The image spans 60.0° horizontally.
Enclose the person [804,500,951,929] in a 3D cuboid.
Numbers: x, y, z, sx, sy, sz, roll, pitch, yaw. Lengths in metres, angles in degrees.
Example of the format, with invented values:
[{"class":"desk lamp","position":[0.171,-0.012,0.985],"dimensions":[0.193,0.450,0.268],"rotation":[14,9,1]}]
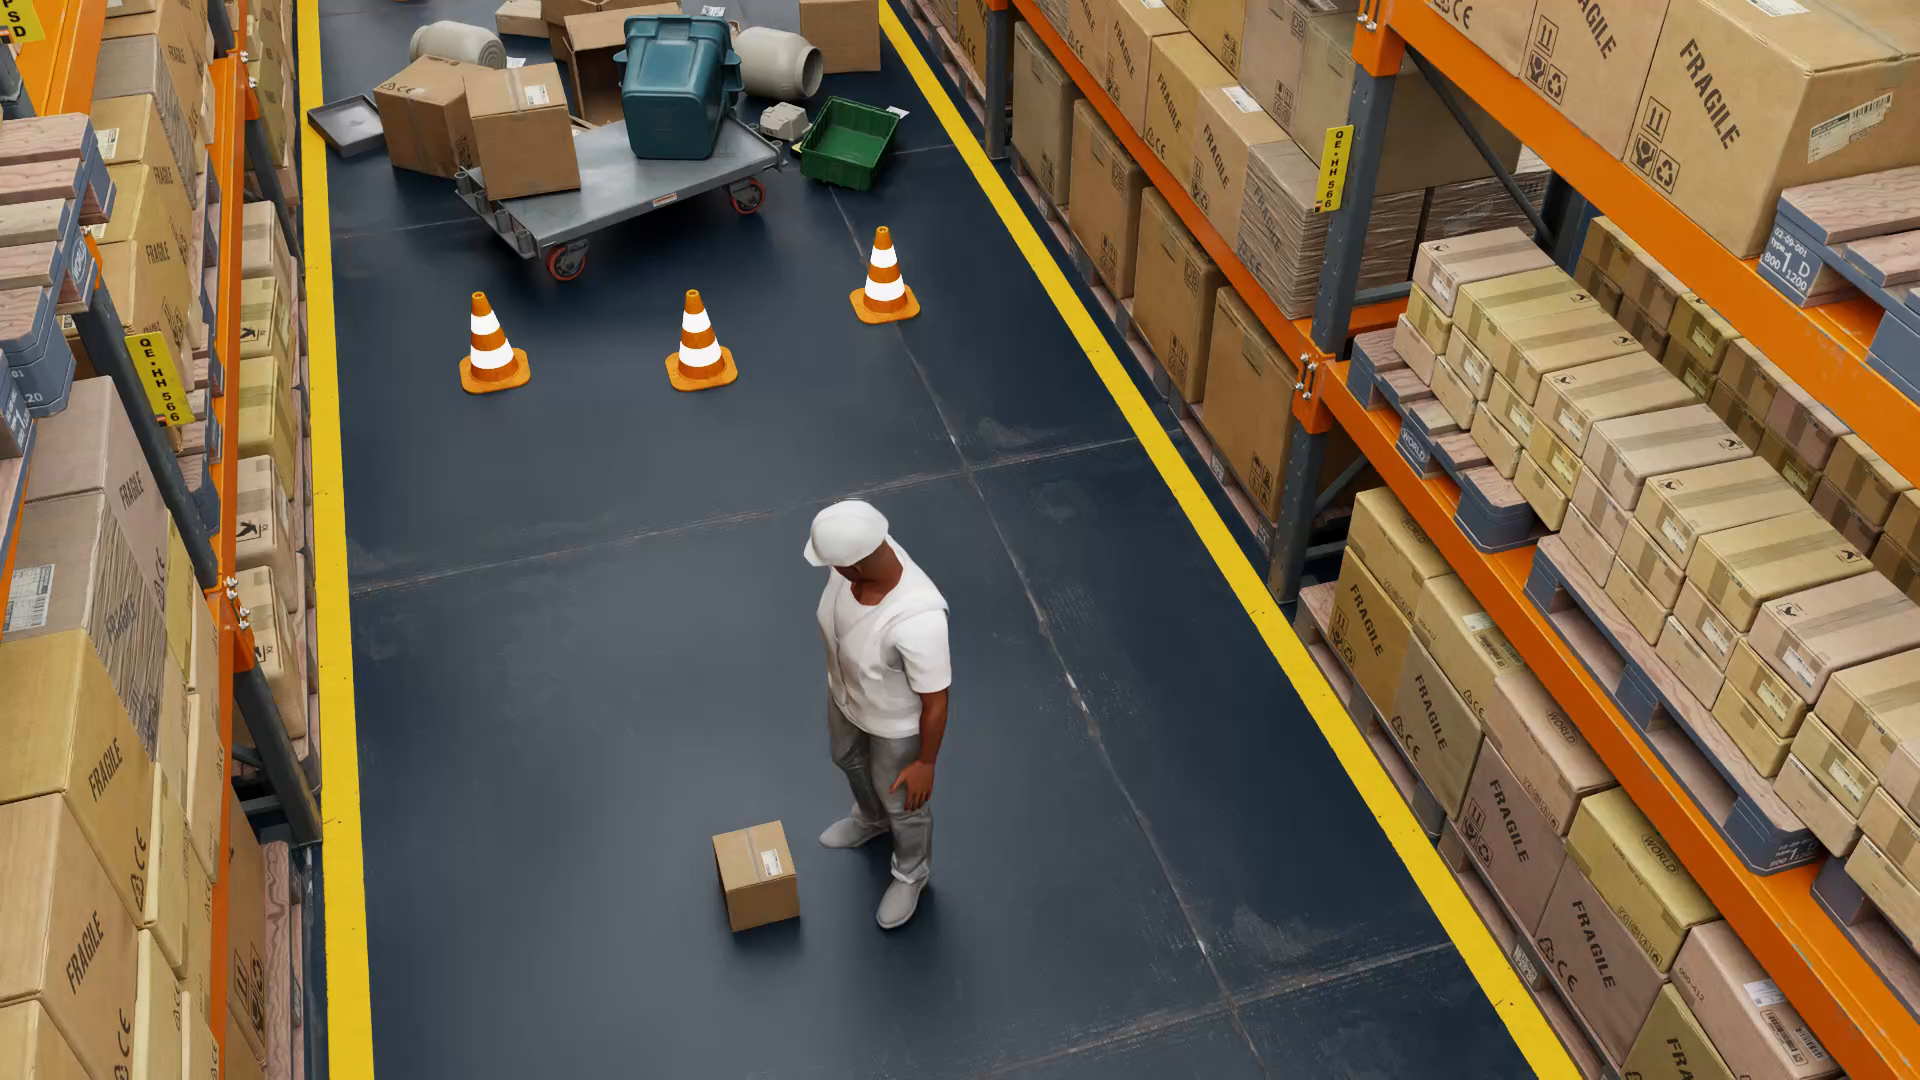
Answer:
[{"class":"person","position":[-0.255,0.565,5.520],"dimensions":[0.378,1.793,0.678],"rotation":[-28,49,-27]}]
